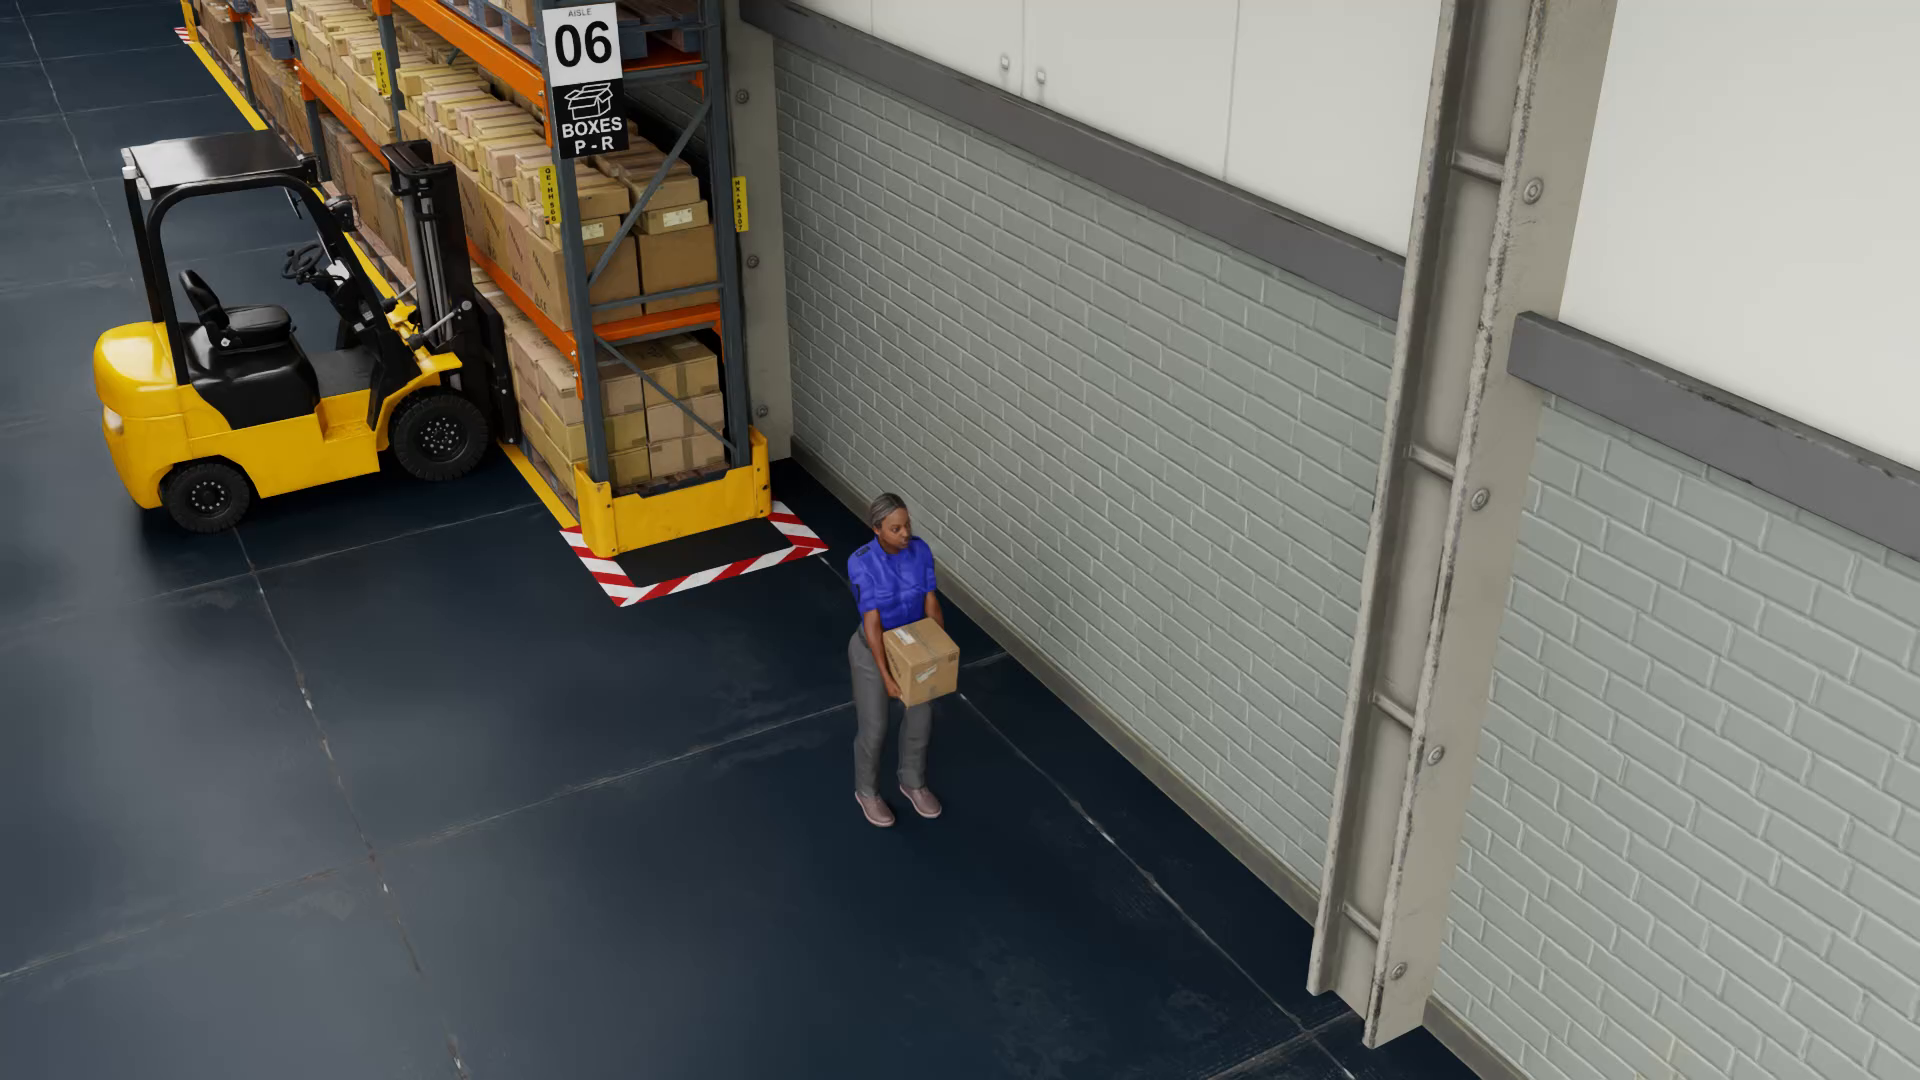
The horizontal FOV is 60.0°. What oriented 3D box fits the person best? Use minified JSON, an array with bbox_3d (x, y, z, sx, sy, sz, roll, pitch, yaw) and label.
[{"bbox_3d":[-0.265,0.571,7.548,0.435,1.656,0.503,-16,33,-27],"label":"person"}]
